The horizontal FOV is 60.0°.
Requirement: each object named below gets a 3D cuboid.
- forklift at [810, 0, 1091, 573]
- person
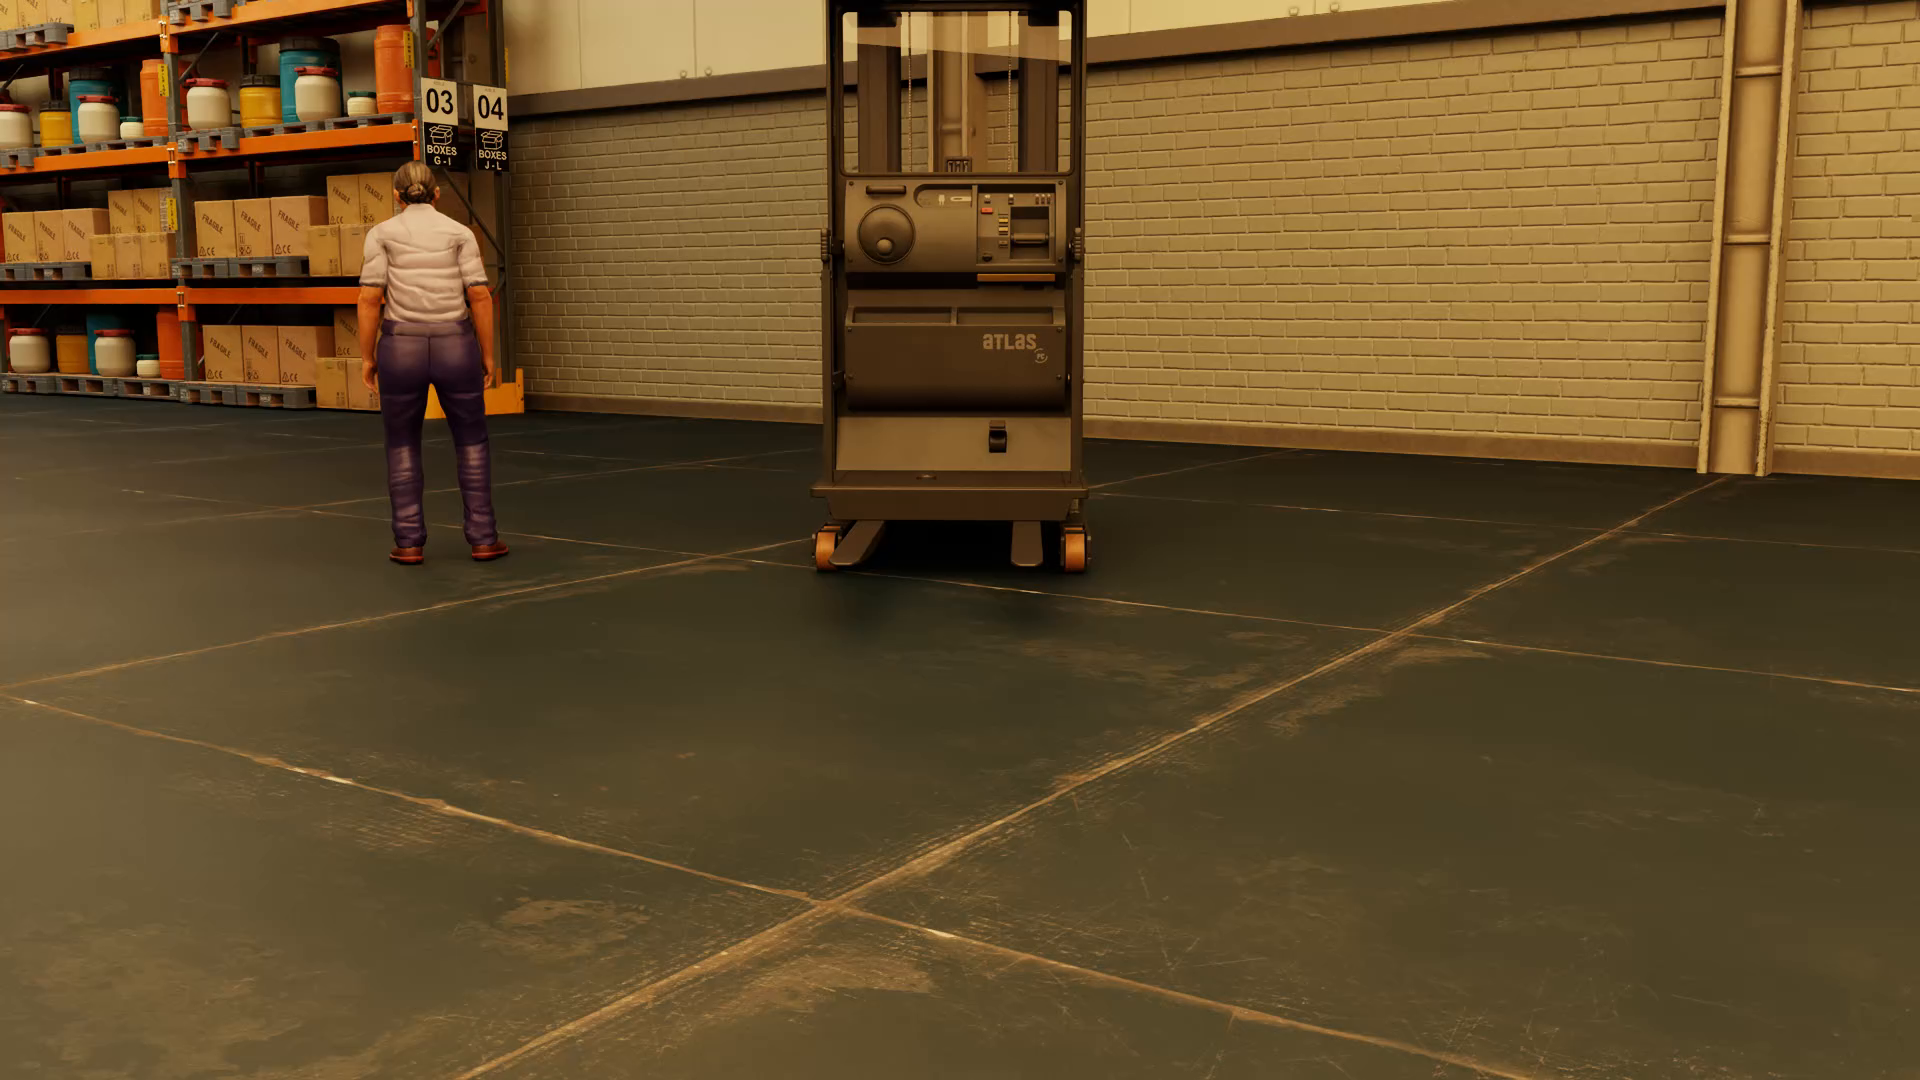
[{"bbox_3d":[-0.025,-1.363,6.774,1.130,2.935,3.031,0,8,2],"label":"forklift"},{"bbox_3d":[-2.189,-0.733,6.897,0.562,1.652,0.366,-3,9,-18],"label":"person"}]
